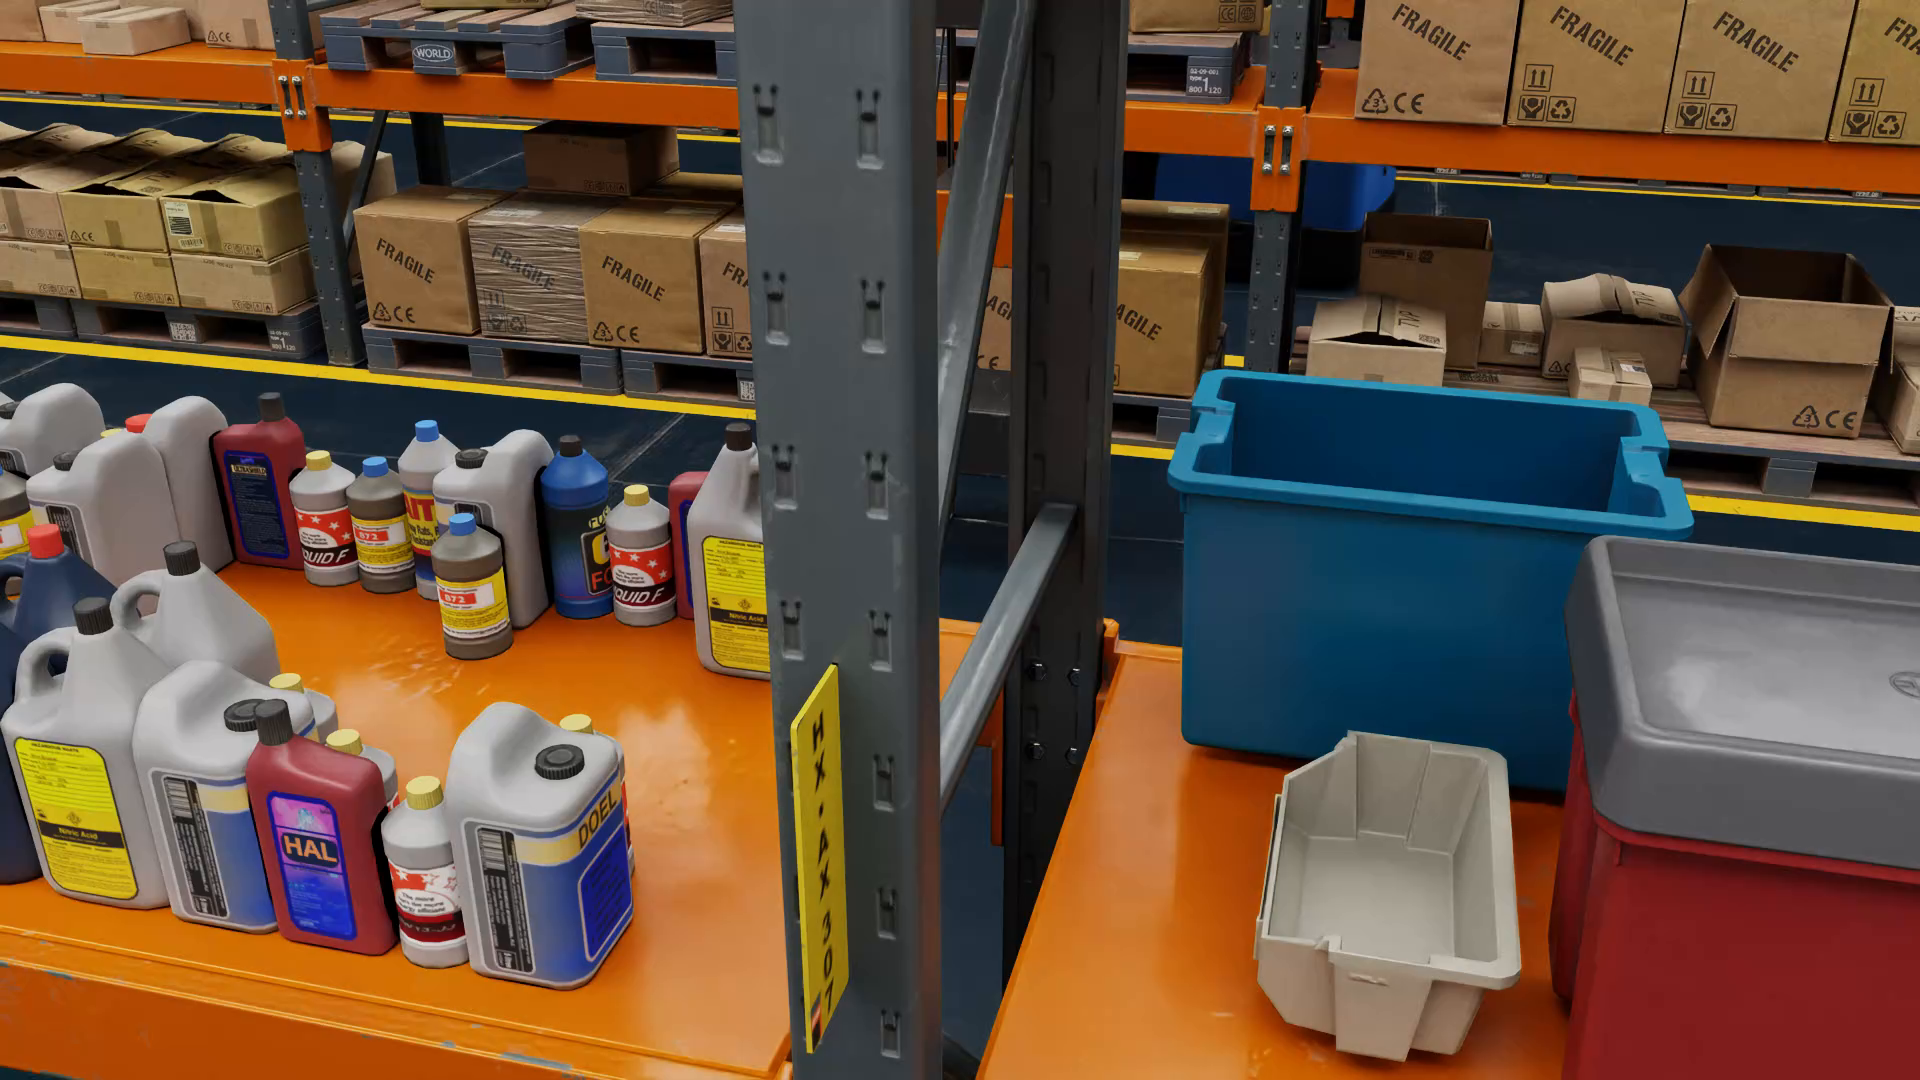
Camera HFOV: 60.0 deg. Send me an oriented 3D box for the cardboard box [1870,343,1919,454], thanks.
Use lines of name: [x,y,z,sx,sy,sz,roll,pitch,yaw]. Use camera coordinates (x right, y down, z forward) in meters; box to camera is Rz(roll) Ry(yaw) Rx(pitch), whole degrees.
cardboard box: [3.635,-0.497,5.991,0.500,0.250,0.500,6,26,13]

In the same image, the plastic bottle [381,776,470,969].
plastic bottle: [-0.557,0.345,1.767,0.097,0.201,0.097,0,25,0]

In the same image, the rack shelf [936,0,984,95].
rack shelf: [0.160,-1.550,4.966,0.480,0.518,0.431,6,26,13]

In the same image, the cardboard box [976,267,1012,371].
cardboard box: [0.236,-0.958,6.669,0.500,0.500,0.500,6,26,13]

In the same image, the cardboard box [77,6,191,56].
cardboard box: [-3.552,-2.194,7.161,0.250,0.149,0.380,6,26,13]

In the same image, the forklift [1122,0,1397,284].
forklift: [0.799,-3.025,8.694,3.031,2.935,1.130,11,28,22]

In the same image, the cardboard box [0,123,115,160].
cardboard box: [-4.548,-1.869,8.244,0.500,0.311,0.500,6,26,12]

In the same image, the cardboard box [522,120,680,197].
cardboard box: [-1.592,-1.728,7.414,0.500,0.250,0.500,7,26,15]

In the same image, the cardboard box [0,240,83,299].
cardboard box: [-4.169,-1.338,7.781,0.500,0.250,0.500,7,26,14]

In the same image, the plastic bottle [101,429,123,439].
plastic bottle: [-1.331,-0.078,2.655,0.097,0.201,0.097,0,25,0]

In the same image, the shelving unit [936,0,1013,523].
shelving unit: [0.160,-0.930,5.261,0.503,2.100,0.431,6,26,13]

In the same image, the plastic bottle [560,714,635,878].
plastic bottle: [-0.425,0.292,1.879,0.097,0.201,0.097,0,25,0]

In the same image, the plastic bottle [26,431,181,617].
plastic bottle: [-1.263,-0.024,2.456,0.135,0.276,0.152,6,26,13]

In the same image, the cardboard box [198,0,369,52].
cardboard box: [-2.953,-2.343,7.286,0.500,0.311,0.500,8,27,16]

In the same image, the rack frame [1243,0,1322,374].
rack frame: [1.262,-1.898,6.247,0.127,3.000,1.000,6,26,13]

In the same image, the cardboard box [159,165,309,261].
cardboard box: [-3.181,-1.481,7.429,0.500,0.311,0.500,7,26,14]

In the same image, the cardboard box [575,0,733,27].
cardboard box: [-1.136,-2.363,6.619,0.500,0.500,0.700,11,28,23]

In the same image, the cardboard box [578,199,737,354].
cardboard box: [-1.249,-1.119,7.007,0.500,0.500,0.500,6,26,12]

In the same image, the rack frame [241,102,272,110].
rack frame: [-5.256,-4.817,12.379,0.127,3.000,1.000,6,26,13]

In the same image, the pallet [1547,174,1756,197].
pallet: [4.394,-2.458,10.667,1.213,0.211,1.003,6,26,13]

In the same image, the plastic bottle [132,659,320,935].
plastic bottle: [-0.791,0.273,1.831,0.135,0.276,0.152,6,26,13]

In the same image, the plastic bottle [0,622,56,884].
plastic bottle: [-1.126,0.204,1.889,0.185,0.351,0.144,6,26,13]

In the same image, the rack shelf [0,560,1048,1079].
rack shelf: [-1.912,0.274,2.521,4.000,0.370,1.077,6,26,13]

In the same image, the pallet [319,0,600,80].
pallet: [-1.938,-2.196,7.097,1.003,0.211,1.213,6,26,13]

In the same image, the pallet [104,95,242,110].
pallet: [-5.915,-3.615,13.098,1.213,0.211,1.003,6,26,13]

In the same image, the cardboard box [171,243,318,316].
cardboard box: [-3.182,-1.229,7.552,0.500,0.250,0.500,7,26,14]

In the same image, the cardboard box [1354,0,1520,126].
cardboard box: [1.688,-1.775,5.873,0.500,0.500,0.500,7,26,14]

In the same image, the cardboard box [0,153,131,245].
cardboard box: [-4.174,-1.589,7.656,0.500,0.311,0.500,6,26,13]

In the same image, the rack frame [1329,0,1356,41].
rack frame: [2.492,-3.961,10.580,0.127,3.000,1.000,6,26,13]

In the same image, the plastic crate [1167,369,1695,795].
plastic crate: [0.562,0.052,2.100,0.575,0.384,0.392,6,26,13]

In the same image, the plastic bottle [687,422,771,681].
plastic bottle: [-0.275,0.009,2.299,0.185,0.351,0.144,6,26,13]

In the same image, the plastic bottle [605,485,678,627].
plastic bottle: [-0.470,0.018,2.455,0.097,0.201,0.097,0,25,0]

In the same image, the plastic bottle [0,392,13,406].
plastic bottle: [-1.556,-0.134,2.692,0.097,0.271,0.097,0,25,0]

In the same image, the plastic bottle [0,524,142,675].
plastic bottle: [-1.090,0.144,2.015,0.185,0.351,0.144,6,26,13]

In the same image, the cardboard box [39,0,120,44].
cardboard box: [-3.861,-2.326,7.438,0.250,0.149,0.380,8,27,17]

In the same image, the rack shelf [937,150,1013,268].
rack shelf: [0.160,-0.918,5.267,0.480,0.518,0.431,6,26,13]

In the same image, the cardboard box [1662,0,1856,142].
cardboard box: [2.668,-1.667,5.646,0.500,0.500,0.500,6,26,13]

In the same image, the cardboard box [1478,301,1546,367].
cardboard box: [2.262,-0.851,6.854,0.250,0.149,0.380,6,26,13]

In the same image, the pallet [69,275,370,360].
pallet: [-3.400,-1.172,7.965,1.213,0.211,1.003,6,26,13]

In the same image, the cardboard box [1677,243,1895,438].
cardboard box: [3.083,-0.771,6.271,0.637,0.503,0.797,6,26,13]

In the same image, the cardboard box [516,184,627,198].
cardboard box: [-1.648,-1.394,7.584,0.500,0.500,0.500,7,26,15]

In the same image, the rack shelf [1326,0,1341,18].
rack shelf: [0.555,-3.850,11.184,4.000,0.370,1.077,6,26,13]

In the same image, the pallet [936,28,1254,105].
pallet: [0.515,-1.942,6.564,1.213,0.211,1.003,6,26,13]

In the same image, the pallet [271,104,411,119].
pallet: [-4.501,-3.475,12.804,1.213,0.211,1.003,6,26,13]

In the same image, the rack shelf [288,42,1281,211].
rack shelf: [-0.675,-1.787,6.852,4.000,0.370,1.077,6,26,13]

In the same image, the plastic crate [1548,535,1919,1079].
plastic crate: [0.827,0.308,1.470,0.583,0.464,0.402,6,26,13]

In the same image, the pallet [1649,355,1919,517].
pallet: [3.112,-0.435,6.419,1.213,0.211,1.003,6,26,13]

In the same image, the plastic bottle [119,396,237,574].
plastic bottle: [-1.226,-0.088,2.589,0.135,0.276,0.152,6,26,13]

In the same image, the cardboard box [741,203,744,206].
cardboard box: [-0.637,-1.285,7.355,0.500,0.500,0.500,5,26,11]

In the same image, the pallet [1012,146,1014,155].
pallet: [0.541,-2.883,11.559,1.213,0.211,1.003,6,26,13]

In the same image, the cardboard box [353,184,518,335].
cardboard box: [-2.242,-1.229,7.237,0.500,0.500,0.500,7,26,15]

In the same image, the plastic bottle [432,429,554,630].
plastic bottle: [-0.683,-0.028,2.463,0.135,0.276,0.152,6,26,13]

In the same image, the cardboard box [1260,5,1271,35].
cardboard box: [1.830,-3.195,10.984,0.750,0.750,0.750,7,26,14]

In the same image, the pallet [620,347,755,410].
pallet: [-0.721,-0.840,7.269,1.213,0.211,1.003,6,26,13]

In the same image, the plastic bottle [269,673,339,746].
plastic bottle: [-0.778,0.253,1.961,0.097,0.201,0.097,0,25,0]

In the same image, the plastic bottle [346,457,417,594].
plastic bottle: [-0.883,-0.028,2.551,0.097,0.201,0.097,0,25,0]

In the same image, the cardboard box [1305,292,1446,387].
cardboard box: [1.615,-0.748,6.447,0.500,0.311,0.500,6,26,13]

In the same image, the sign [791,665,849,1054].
sign: [-0.114,0.268,1.376,0.005,0.325,0.100,6,26,13]

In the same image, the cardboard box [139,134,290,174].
cardboard box: [-3.557,-1.759,8.012,0.500,0.311,0.500,6,26,12]
